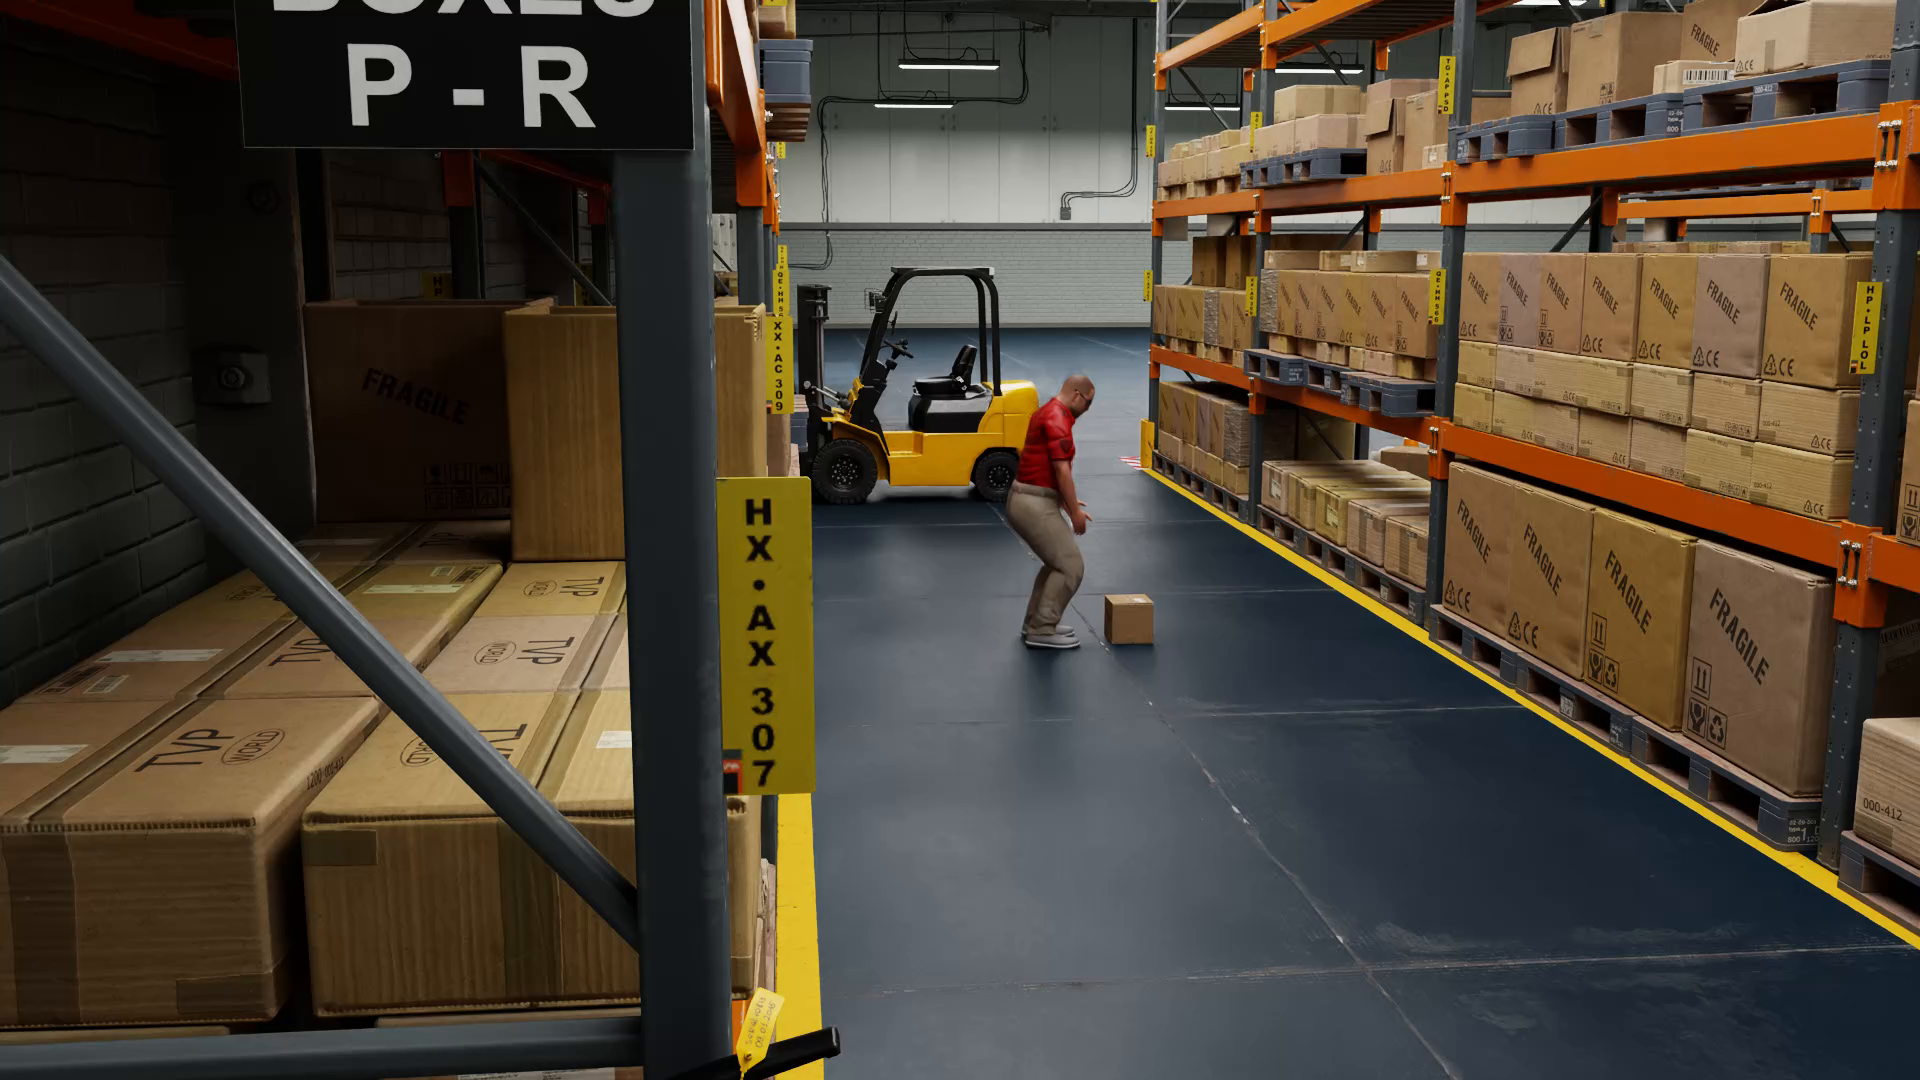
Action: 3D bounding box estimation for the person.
[{"bbox_3d":[0.532,-0.181,9.875,0.526,1.607,0.575,-1,10,-5],"label":"person"}]
